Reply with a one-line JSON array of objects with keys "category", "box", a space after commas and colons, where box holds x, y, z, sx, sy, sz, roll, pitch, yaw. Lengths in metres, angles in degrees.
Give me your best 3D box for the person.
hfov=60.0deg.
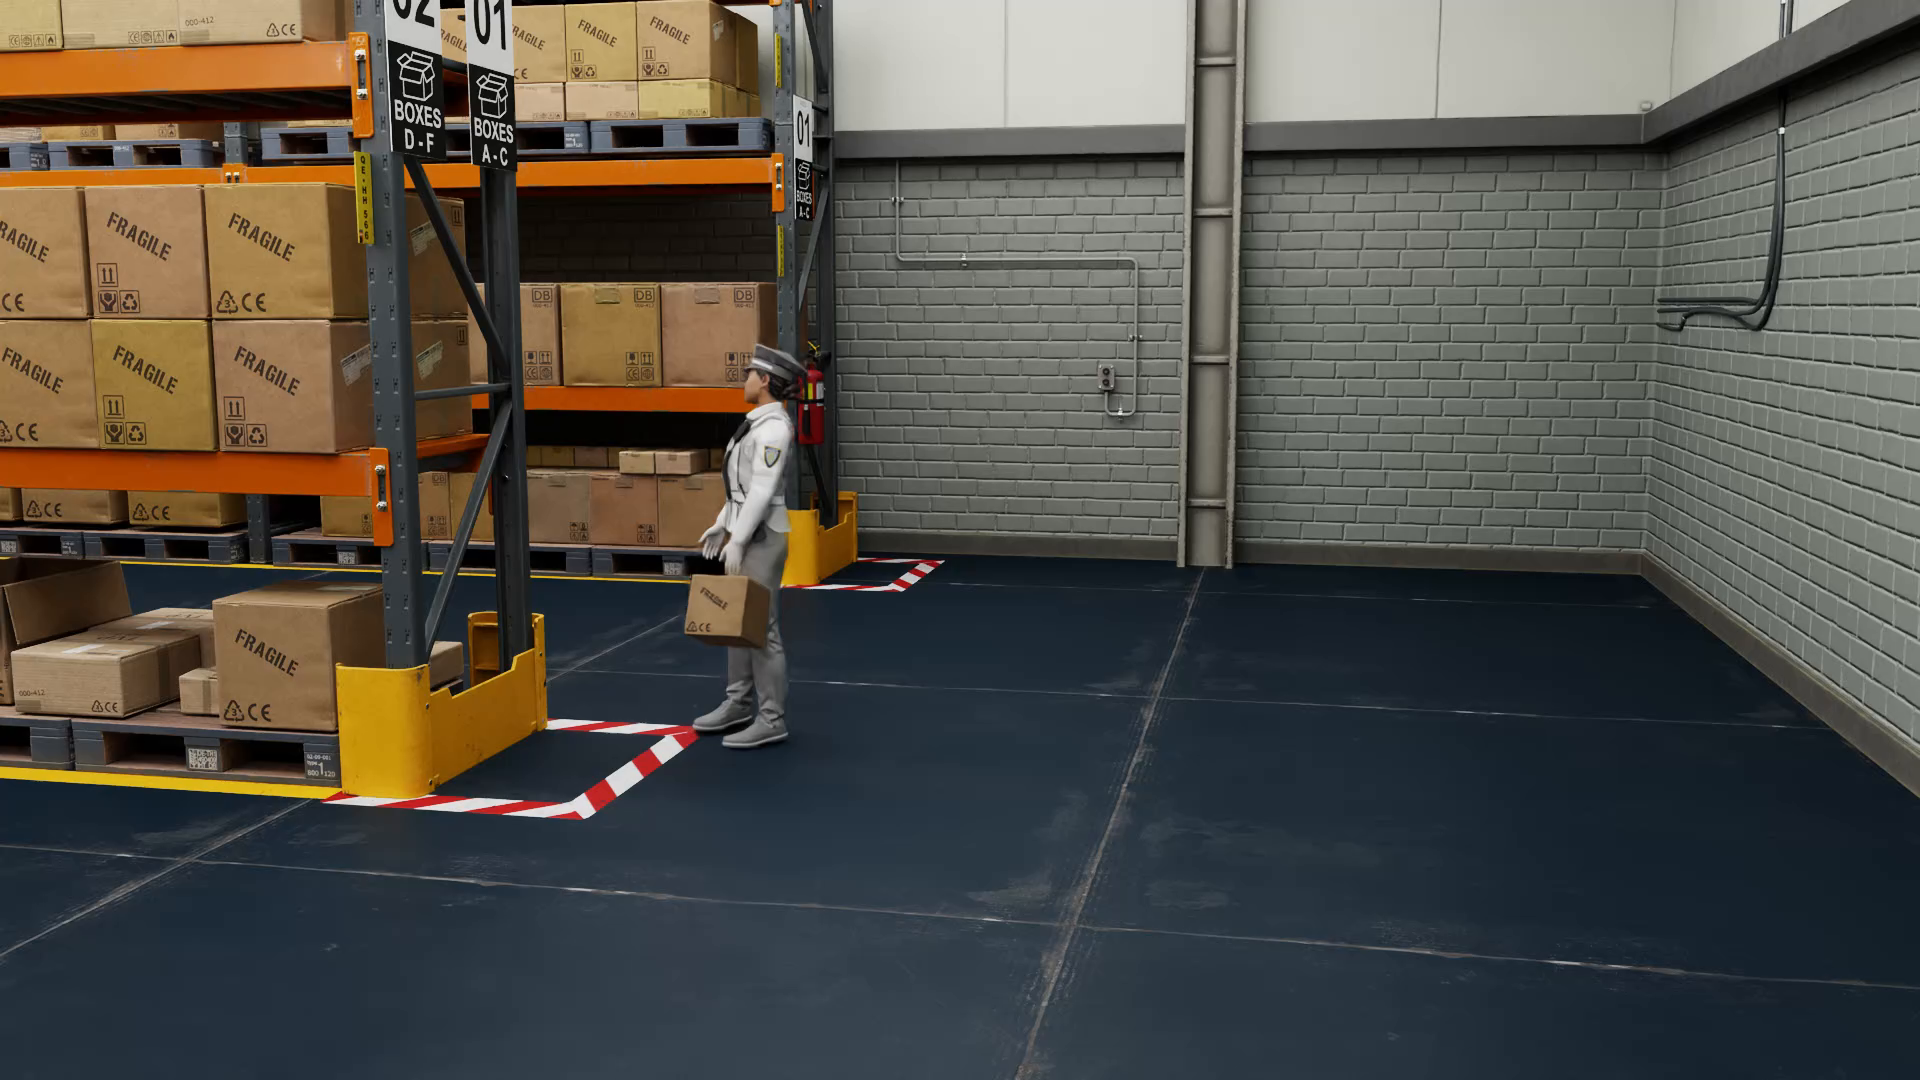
[{"category": "person", "box": [-0.893, 0.014, 7.103, 0.521, 1.699, 0.498, -2, 8, -11]}]
